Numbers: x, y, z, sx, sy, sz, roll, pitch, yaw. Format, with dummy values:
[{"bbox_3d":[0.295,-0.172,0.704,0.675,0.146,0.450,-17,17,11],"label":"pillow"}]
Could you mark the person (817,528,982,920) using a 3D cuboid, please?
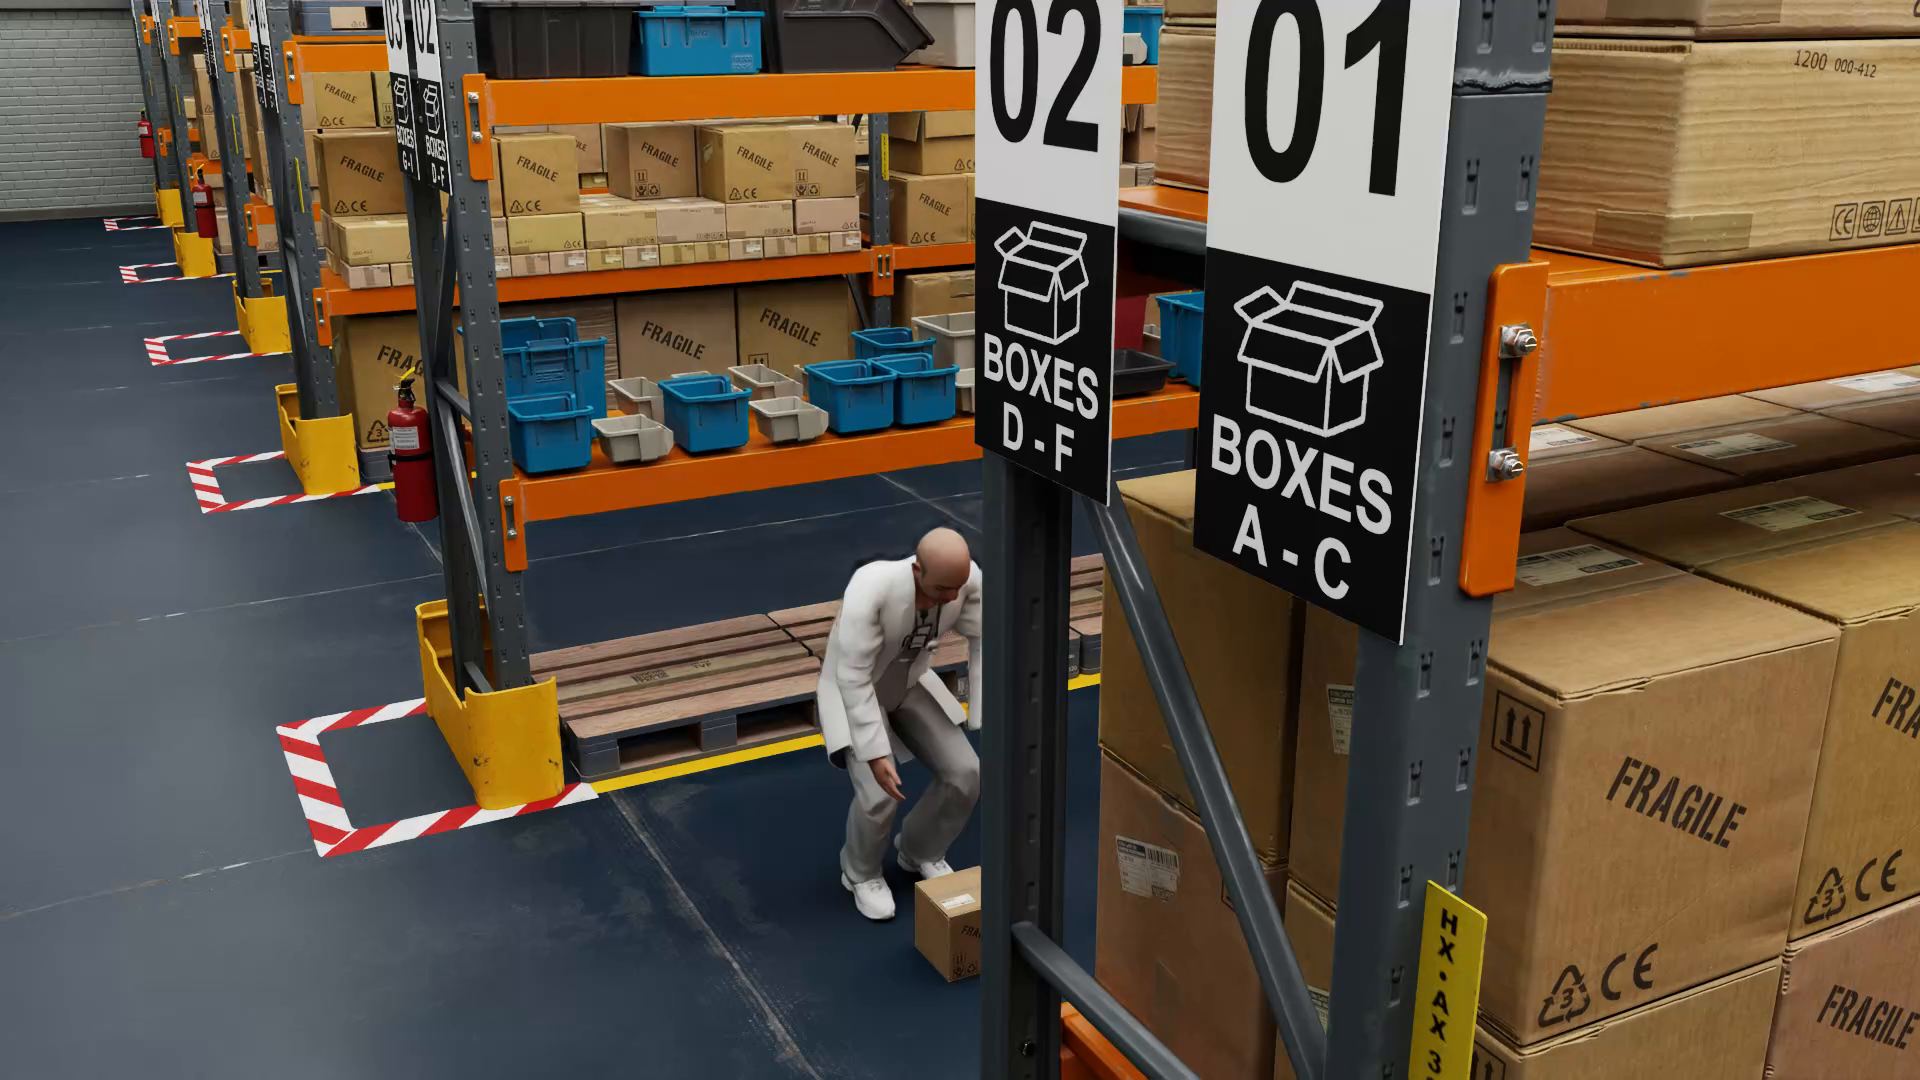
[{"bbox_3d":[-0.179,0.592,5.827,0.629,1.440,0.701,-9,20,-27],"label":"person"}]
